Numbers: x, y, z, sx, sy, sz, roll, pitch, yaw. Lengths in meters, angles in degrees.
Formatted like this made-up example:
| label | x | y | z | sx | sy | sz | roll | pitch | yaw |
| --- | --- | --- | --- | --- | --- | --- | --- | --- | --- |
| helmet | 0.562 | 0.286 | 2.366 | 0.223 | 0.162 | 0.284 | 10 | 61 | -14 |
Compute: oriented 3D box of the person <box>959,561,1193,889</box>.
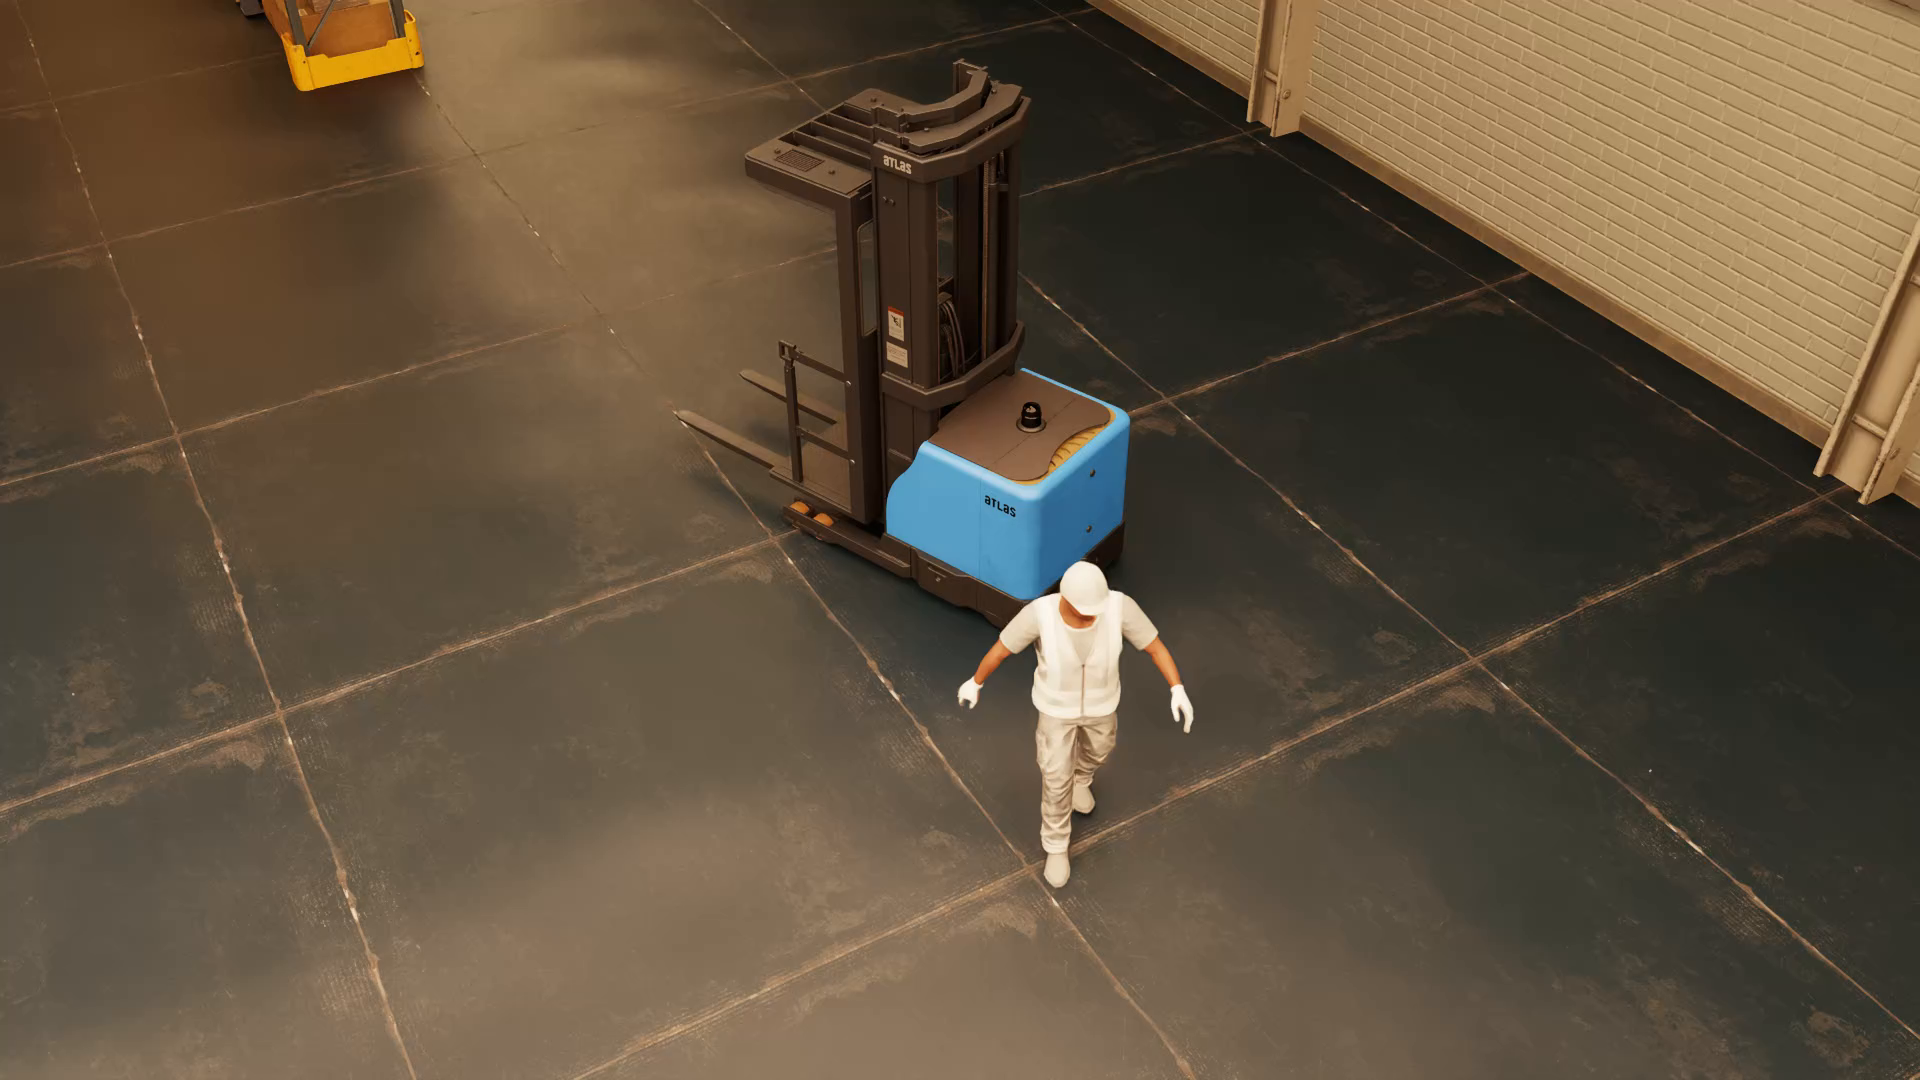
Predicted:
| label | x | y | z | sx | sy | sz | roll | pitch | yaw |
| --- | --- | --- | --- | --- | --- | --- | --- | --- | --- |
| person | 0.534 | 0.826 | 7.973 | 1.020 | 1.756 | 0.754 | -6 | 40 | -7 |

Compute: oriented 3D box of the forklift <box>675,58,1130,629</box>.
| label | x | y | z | sx | sy | sz | roll | pitch | yaw |
| --- | --- | --- | --- | --- | --- | --- | --- | --- | --- |
| forklift | -0.481 | -1.366 | 9.683 | 3.031 | 2.935 | 1.130 | 26 | 46 | 28 |
